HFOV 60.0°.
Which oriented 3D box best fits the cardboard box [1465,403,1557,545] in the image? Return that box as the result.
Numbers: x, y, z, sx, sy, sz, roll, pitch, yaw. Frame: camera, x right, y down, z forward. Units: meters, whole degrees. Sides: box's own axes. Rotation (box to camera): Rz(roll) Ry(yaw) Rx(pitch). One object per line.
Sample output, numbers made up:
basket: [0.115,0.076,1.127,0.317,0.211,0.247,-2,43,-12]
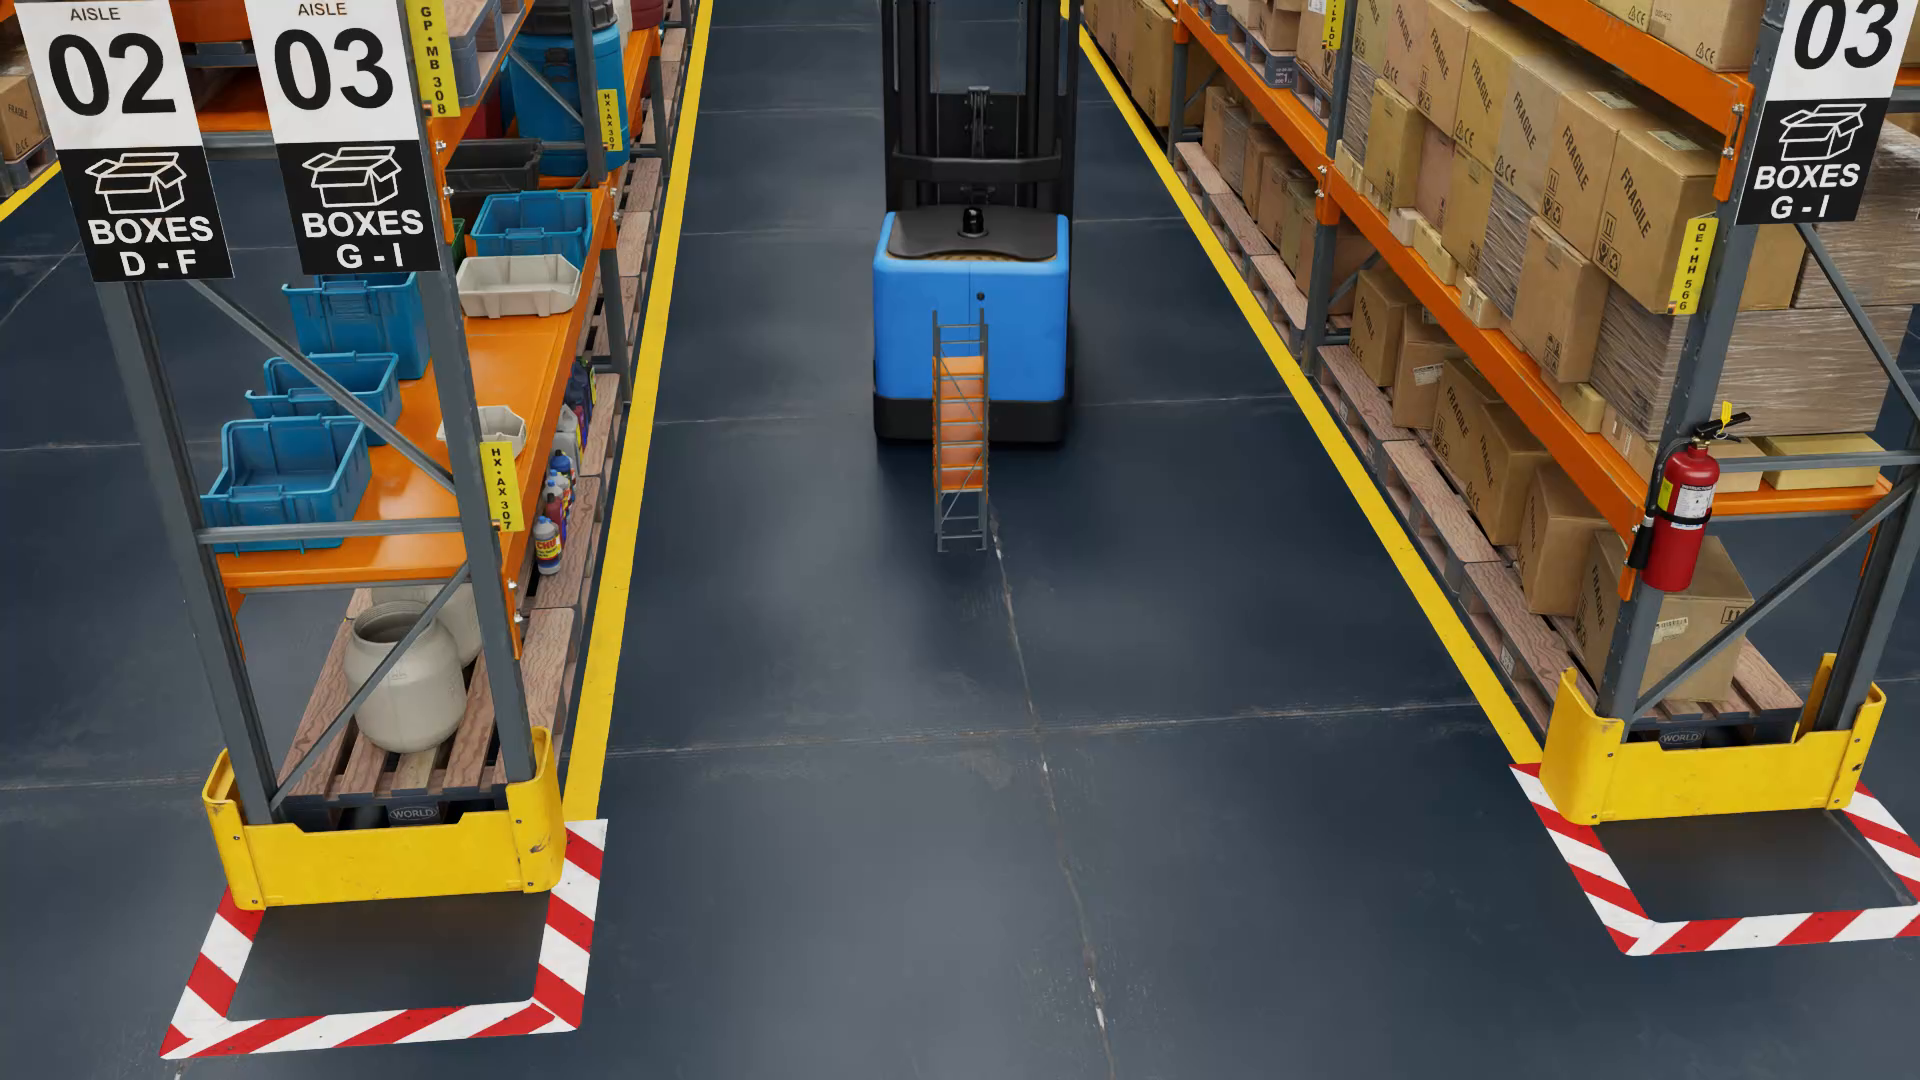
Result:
cardboard box: [2.743,-0.314,7.879,0.500,0.500,0.500,0,31,0]

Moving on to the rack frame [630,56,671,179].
rack frame: [-2.764,-4.110,12.206,1.000,3.000,0.127,-3,31,-5]

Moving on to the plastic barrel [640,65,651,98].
plastic barrel: [-2.932,-4.081,14.099,0.600,0.588,0.708,-3,31,-5]

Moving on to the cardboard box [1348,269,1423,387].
cardboard box: [2.538,-1.206,9.373,0.500,0.500,0.500,-4,31,-6]

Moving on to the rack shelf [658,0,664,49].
rack shelf: [-2.951,-4.823,14.100,1.077,0.370,4.000,-3,31,-5]

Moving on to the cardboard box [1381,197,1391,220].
cardboard box: [2.356,-1.692,8.402,0.380,0.149,0.250,-3,31,-5]

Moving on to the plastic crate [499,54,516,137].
plastic crate: [-2.803,-2.610,9.709,0.392,0.384,0.575,-3,31,-5]

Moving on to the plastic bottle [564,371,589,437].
plastic bottle: [-2.025,-0.707,8.662,0.144,0.351,0.185,-4,31,-7]

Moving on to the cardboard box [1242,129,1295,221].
cardboard box: [2.374,-2.551,11.604,0.700,0.500,0.500,0,31,0]

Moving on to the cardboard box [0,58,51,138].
cardboard box: [-7.509,-3.504,13.199,0.500,0.500,0.500,-4,31,-6]

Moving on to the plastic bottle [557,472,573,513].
plastic bottle: [-1.927,-0.231,8.011,0.097,0.201,0.097,0,31,0]

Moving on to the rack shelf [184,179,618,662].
rack shelf: [-2.204,-0.738,7.262,1.077,0.370,4.000,-3,31,-5]

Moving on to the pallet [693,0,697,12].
pallet: [-3.362,-5.953,18.011,1.003,0.211,1.213,-3,31,-5]

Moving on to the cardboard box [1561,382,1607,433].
cardboard box: [2.585,-0.544,6.480,0.380,0.149,0.250,-3,31,-5]

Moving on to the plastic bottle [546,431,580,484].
plastic bottle: [-1.984,-0.427,8.266,0.152,0.276,0.135,-2,31,-4]

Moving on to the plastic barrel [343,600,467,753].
plastic barrel: [-2.154,0.530,6.455,0.421,0.512,0.421,0,31,0]

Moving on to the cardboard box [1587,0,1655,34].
cardboard box: [2.567,-1.975,5.853,0.500,0.250,0.500,-3,31,-4]

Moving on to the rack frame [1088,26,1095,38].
rack frame: [1.793,-6.390,16.023,1.000,3.000,0.127,-3,31,-5]

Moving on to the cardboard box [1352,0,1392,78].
cardboard box: [2.330,-2.663,8.421,0.500,0.500,0.500,-3,31,-5]

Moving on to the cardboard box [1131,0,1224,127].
cardboard box: [2.123,-3.969,13.632,1.225,0.875,0.875,-4,31,-7]

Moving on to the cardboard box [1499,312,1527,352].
cardboard box: [2.549,-0.928,7.124,0.380,0.149,0.250,-3,31,-5]

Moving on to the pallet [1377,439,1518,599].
pallet: [2.756,-0.143,8.283,1.003,0.211,1.213,-3,31,-5]

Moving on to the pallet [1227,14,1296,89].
pallet: [2.393,-3.257,10.964,1.003,0.211,1.213,-3,31,-5]

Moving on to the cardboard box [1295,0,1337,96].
cardboard box: [2.606,-3.156,9.613,1.000,1.000,1.000,-3,31,-4]

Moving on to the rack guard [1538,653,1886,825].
rack guard: [2.907,0.771,6.471,1.175,0.500,0.348,-3,31,-5]

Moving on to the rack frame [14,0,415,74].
rack frame: [-2.017,-2.601,3.830,1.000,3.000,0.127,-3,31,-5]

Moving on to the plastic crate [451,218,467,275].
plastic crate: [-2.545,-1.271,7.659,0.450,0.188,0.662,-3,31,-5]

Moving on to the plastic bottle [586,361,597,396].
plastic bottle: [-2.046,-0.885,9.107,0.097,0.201,0.097,0,31,0]

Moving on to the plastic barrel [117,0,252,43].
plastic barrel: [-2.189,-1.920,4.786,0.600,0.830,0.708,-3,31,-5]

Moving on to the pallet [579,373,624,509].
pallet: [-2.369,-0.526,8.925,1.003,0.211,1.213,-3,31,-5]

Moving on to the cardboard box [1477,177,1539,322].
cardboard box: [2.721,-1.223,6.985,0.875,0.500,0.500,-3,31,-5]

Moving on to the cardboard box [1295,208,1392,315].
cardboard box: [2.505,-1.736,10.239,0.700,0.500,0.500,-5,31,-8]

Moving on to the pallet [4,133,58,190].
pallet: [-7.728,-3.061,13.168,1.003,0.211,1.213,-3,31,-5]

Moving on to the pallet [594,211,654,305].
pallet: [-2.620,-1.894,11.216,1.003,0.211,1.213,-3,31,-5]

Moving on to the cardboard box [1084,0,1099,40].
cardboard box: [1.873,-5.332,15.914,1.225,0.875,0.875,-3,31,-4]

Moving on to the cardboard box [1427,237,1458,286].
cardboard box: [2.415,-1.308,7.760,0.380,0.149,0.250,-3,31,-5]

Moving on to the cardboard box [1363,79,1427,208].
cardboard box: [2.533,-1.986,8.263,0.875,0.500,0.500,-3,31,-5]

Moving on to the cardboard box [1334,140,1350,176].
cardboard box: [2.261,-2.073,9.041,0.380,0.149,0.250,-3,31,-5]

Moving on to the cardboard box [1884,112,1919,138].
cardboard box: [7.167,-2.987,12.110,1.050,0.750,0.750,-2,31,-4]

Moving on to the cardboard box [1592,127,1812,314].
cardboard box: [2.617,-1.132,5.858,0.500,0.500,0.500,-3,31,-5]

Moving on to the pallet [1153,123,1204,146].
pallet: [2.168,-3.557,13.999,1.003,0.211,1.213,-3,31,-5]

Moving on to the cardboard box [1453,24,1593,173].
cardboard box: [2.482,-1.898,7.140,0.500,0.500,0.500,-3,31,-5]

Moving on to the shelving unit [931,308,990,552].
shelving unit: [0.001,-0.508,7.930,0.258,1.200,0.189,-3,31,-5]

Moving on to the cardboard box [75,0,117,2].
cardboard box: [-7.701,-4.542,14.937,0.500,0.500,0.500,-3,31,-4]

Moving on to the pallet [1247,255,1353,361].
pallet: [2.467,-1.506,10.565,1.003,0.211,1.213,-3,31,-5]

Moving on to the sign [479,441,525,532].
sign: [-1.469,-0.169,5.338,0.100,0.325,0.005,-3,31,-5]

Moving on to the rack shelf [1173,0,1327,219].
rack shelf: [2.354,-3.018,11.079,1.077,0.370,4.000,-3,31,-5]

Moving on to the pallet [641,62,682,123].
pallet: [-2.990,-3.935,14.632,1.003,0.211,1.213,-3,31,-5]

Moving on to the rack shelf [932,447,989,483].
rack shelf: [0.001,-0.367,8.014,0.258,0.103,0.180,-3,31,-5]

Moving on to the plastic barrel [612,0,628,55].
plastic barrel: [-2.416,-3.428,10.955,0.421,0.512,0.421,0,31,0]

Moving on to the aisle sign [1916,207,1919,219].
aisle sign: [3.219,-1.362,5.070,0.394,0.787,0.004,-3,31,-5]

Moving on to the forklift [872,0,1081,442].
forklift: [0.127,-2.512,9.597,1.130,2.935,3.031,2,31,3]

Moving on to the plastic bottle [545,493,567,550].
plastic bottle: [-1.879,-0.106,7.722,0.061,0.283,0.133,-2,31,-4]

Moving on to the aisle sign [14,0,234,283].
aisle sign: [-2.306,-1.091,4.616,0.394,0.787,0.004,-3,31,-5]

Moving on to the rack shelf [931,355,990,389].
rack shelf: [0.001,-0.779,7.768,0.258,0.103,0.180,-3,31,-5]

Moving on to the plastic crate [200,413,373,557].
plastic crate: [-2.361,-0.203,5.810,0.499,0.251,0.616,-3,31,-5]
